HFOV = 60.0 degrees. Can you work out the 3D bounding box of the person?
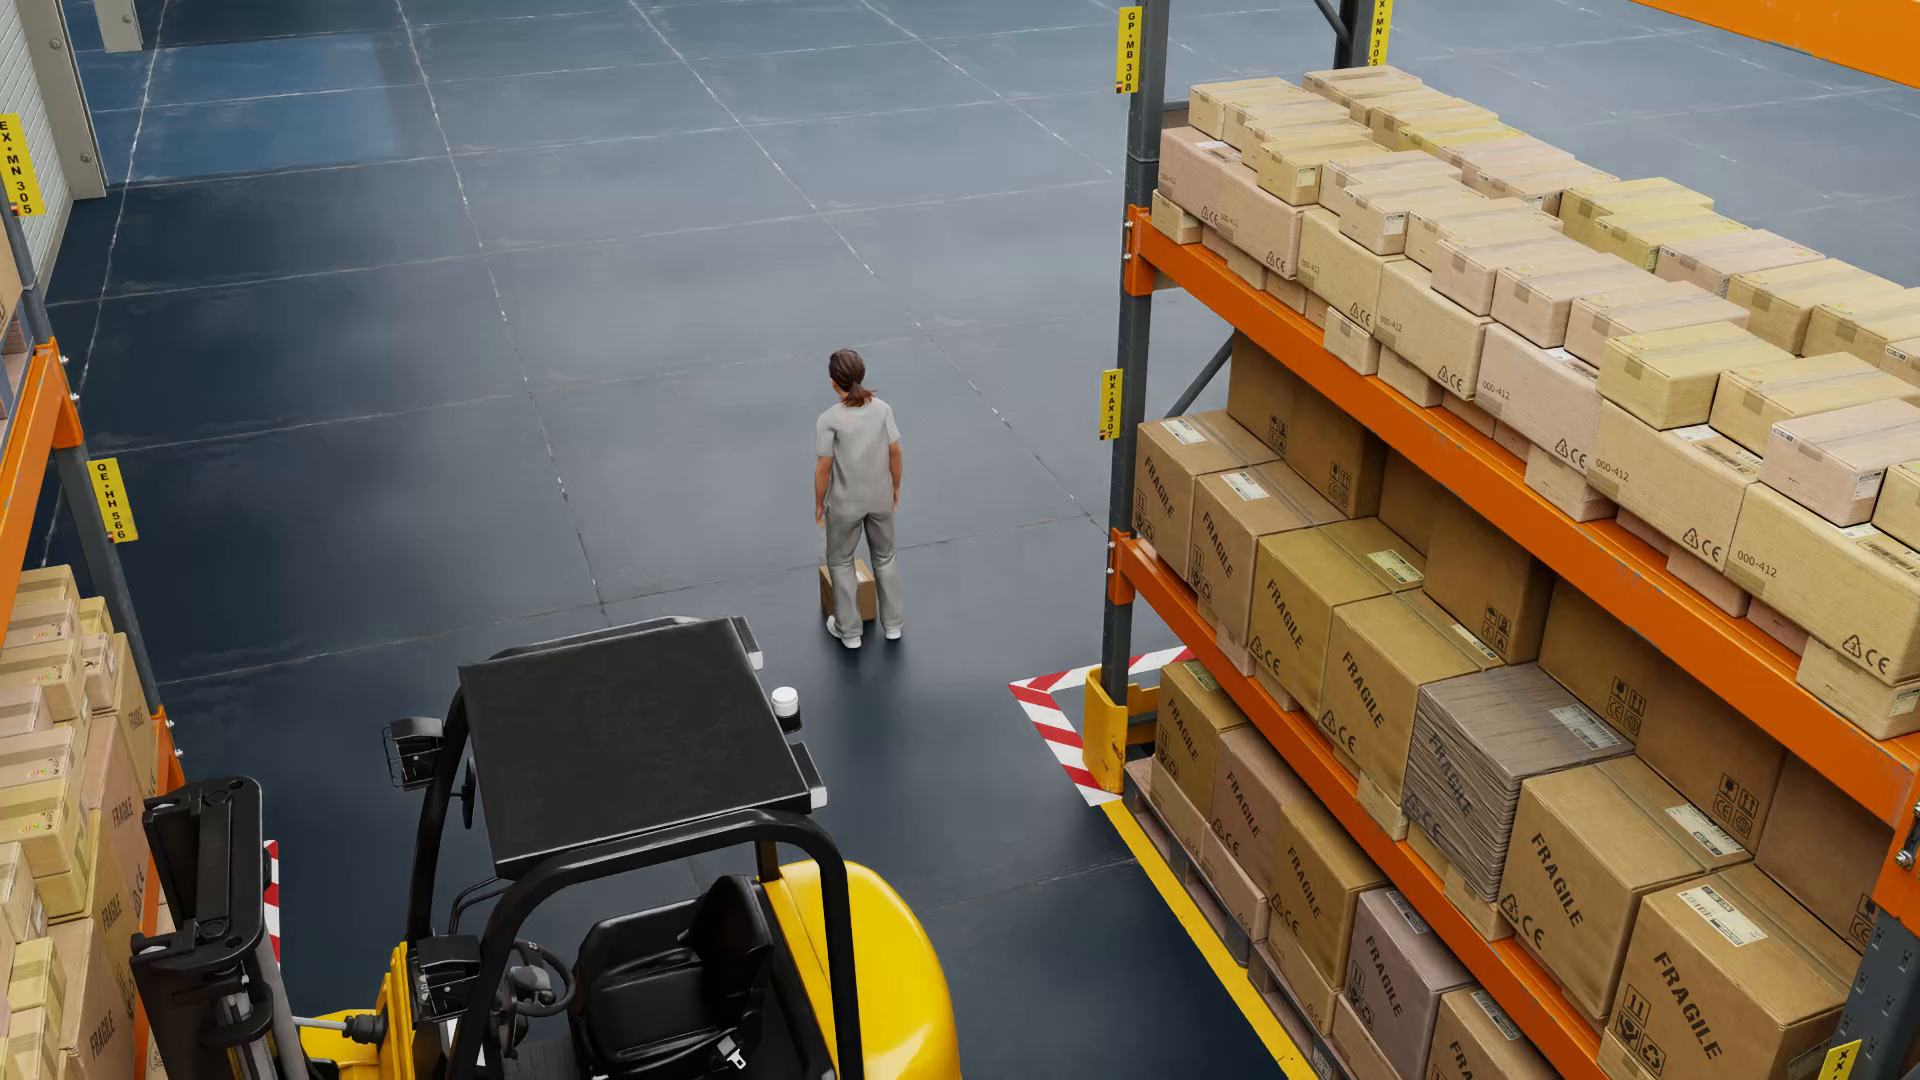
[{"bbox_3d":[-0.528,-0.207,8.701,0.504,1.671,0.362,-12,32,-20],"label":"person"}]
